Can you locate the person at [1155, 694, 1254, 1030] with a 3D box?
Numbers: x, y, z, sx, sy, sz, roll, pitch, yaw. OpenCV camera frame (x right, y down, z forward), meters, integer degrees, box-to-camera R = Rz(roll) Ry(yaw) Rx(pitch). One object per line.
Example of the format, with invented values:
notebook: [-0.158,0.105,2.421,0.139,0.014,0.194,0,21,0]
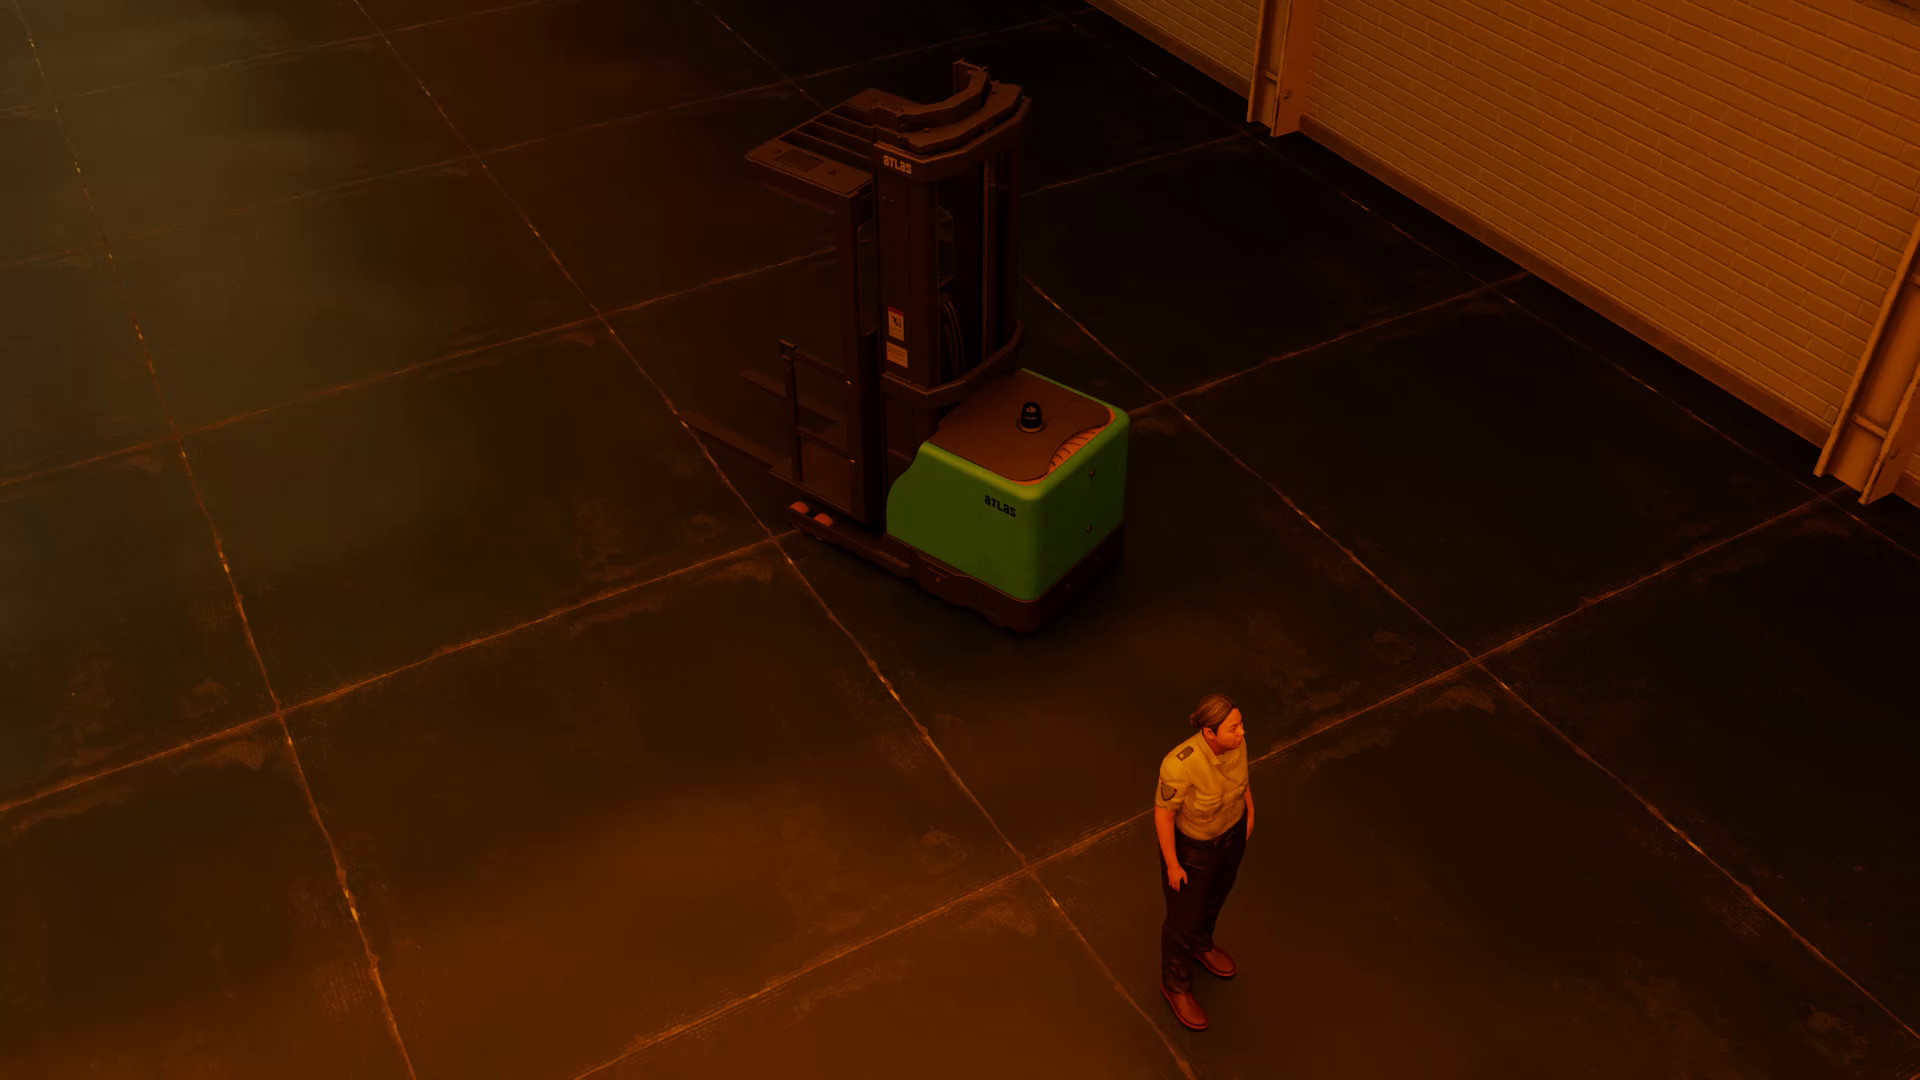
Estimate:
person: [1.138,1.392,7.361,0.598,1.640,0.502,-30,48,-31]

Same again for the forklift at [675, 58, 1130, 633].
forklift: [-0.481,-1.366,9.683,3.031,2.935,1.130,26,46,28]
